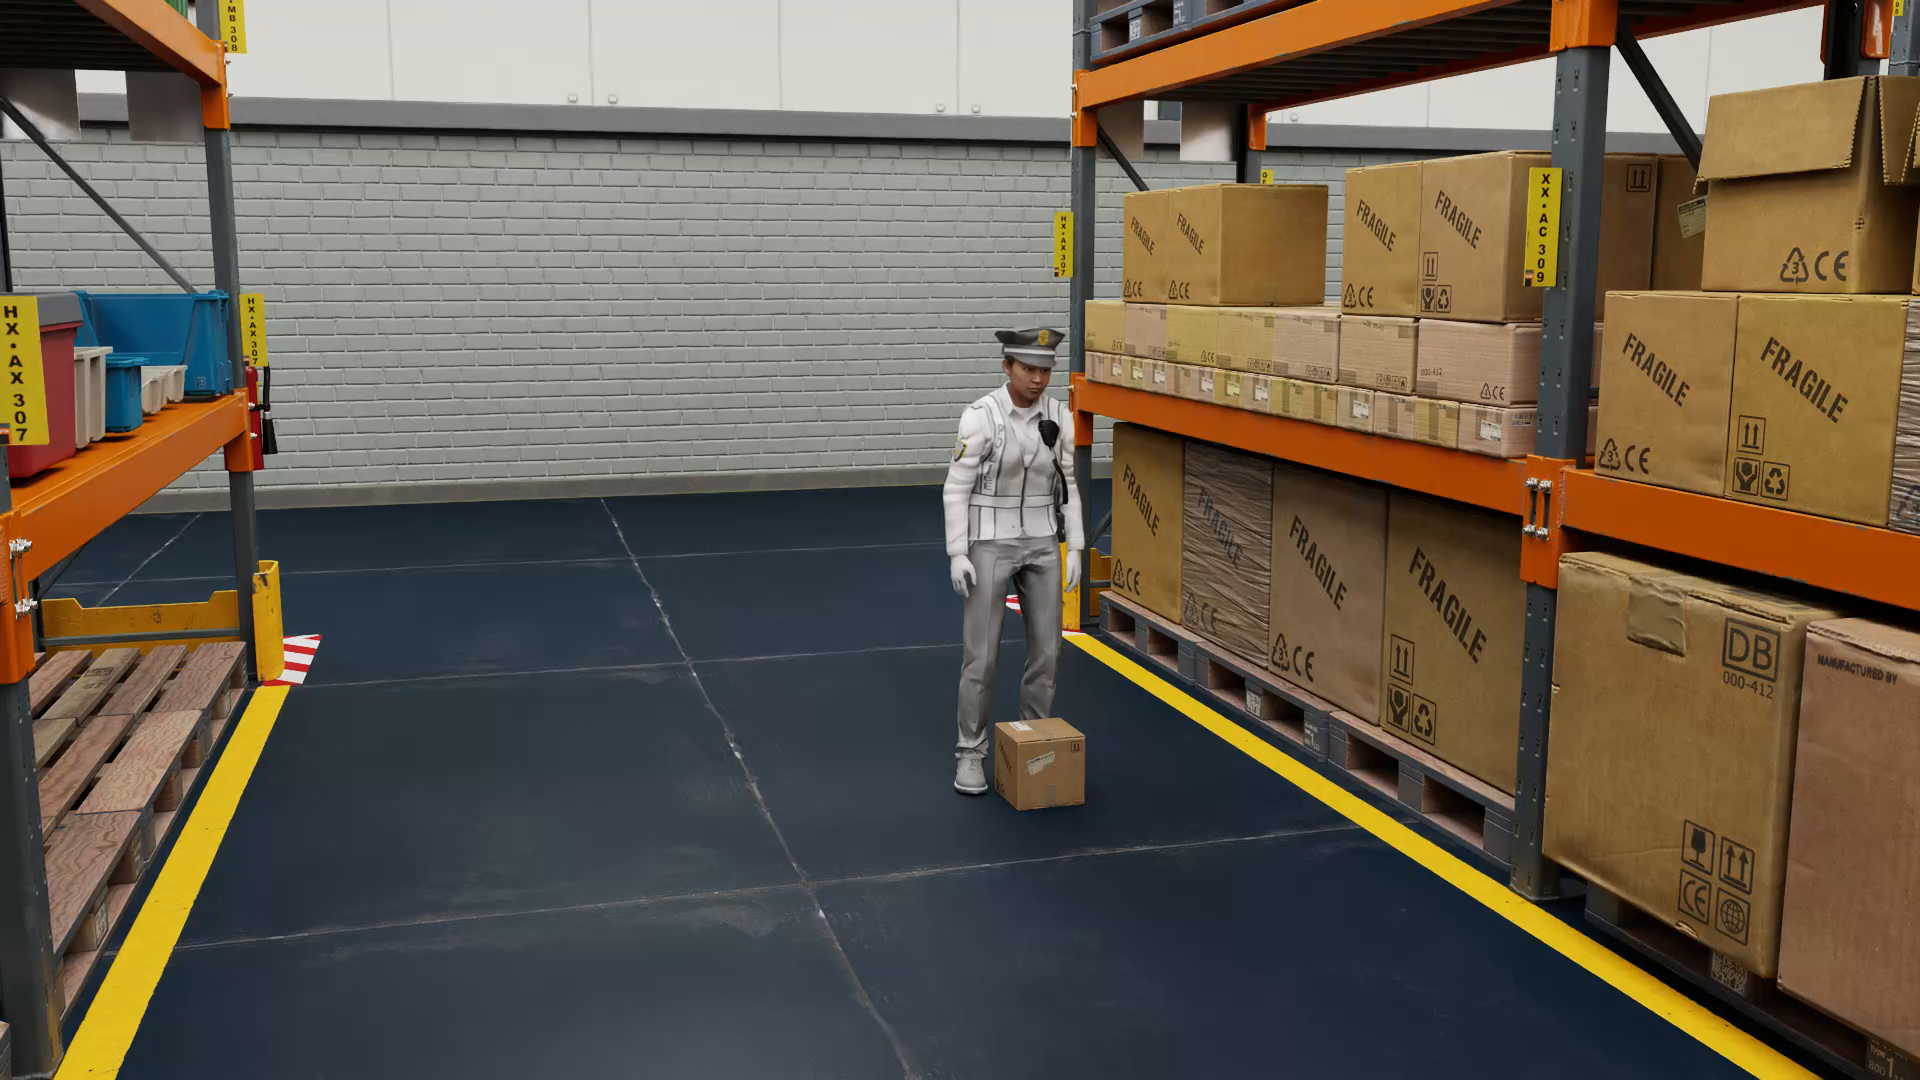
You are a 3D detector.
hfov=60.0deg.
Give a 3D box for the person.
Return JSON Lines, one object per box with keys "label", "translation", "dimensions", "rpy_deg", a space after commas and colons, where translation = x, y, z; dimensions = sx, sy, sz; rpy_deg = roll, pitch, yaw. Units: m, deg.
{"label": "person", "translation": [0.201, 0.059, 6.013], "dimensions": [0.532, 1.662, 0.372], "rpy_deg": [-3, 10, -19]}
